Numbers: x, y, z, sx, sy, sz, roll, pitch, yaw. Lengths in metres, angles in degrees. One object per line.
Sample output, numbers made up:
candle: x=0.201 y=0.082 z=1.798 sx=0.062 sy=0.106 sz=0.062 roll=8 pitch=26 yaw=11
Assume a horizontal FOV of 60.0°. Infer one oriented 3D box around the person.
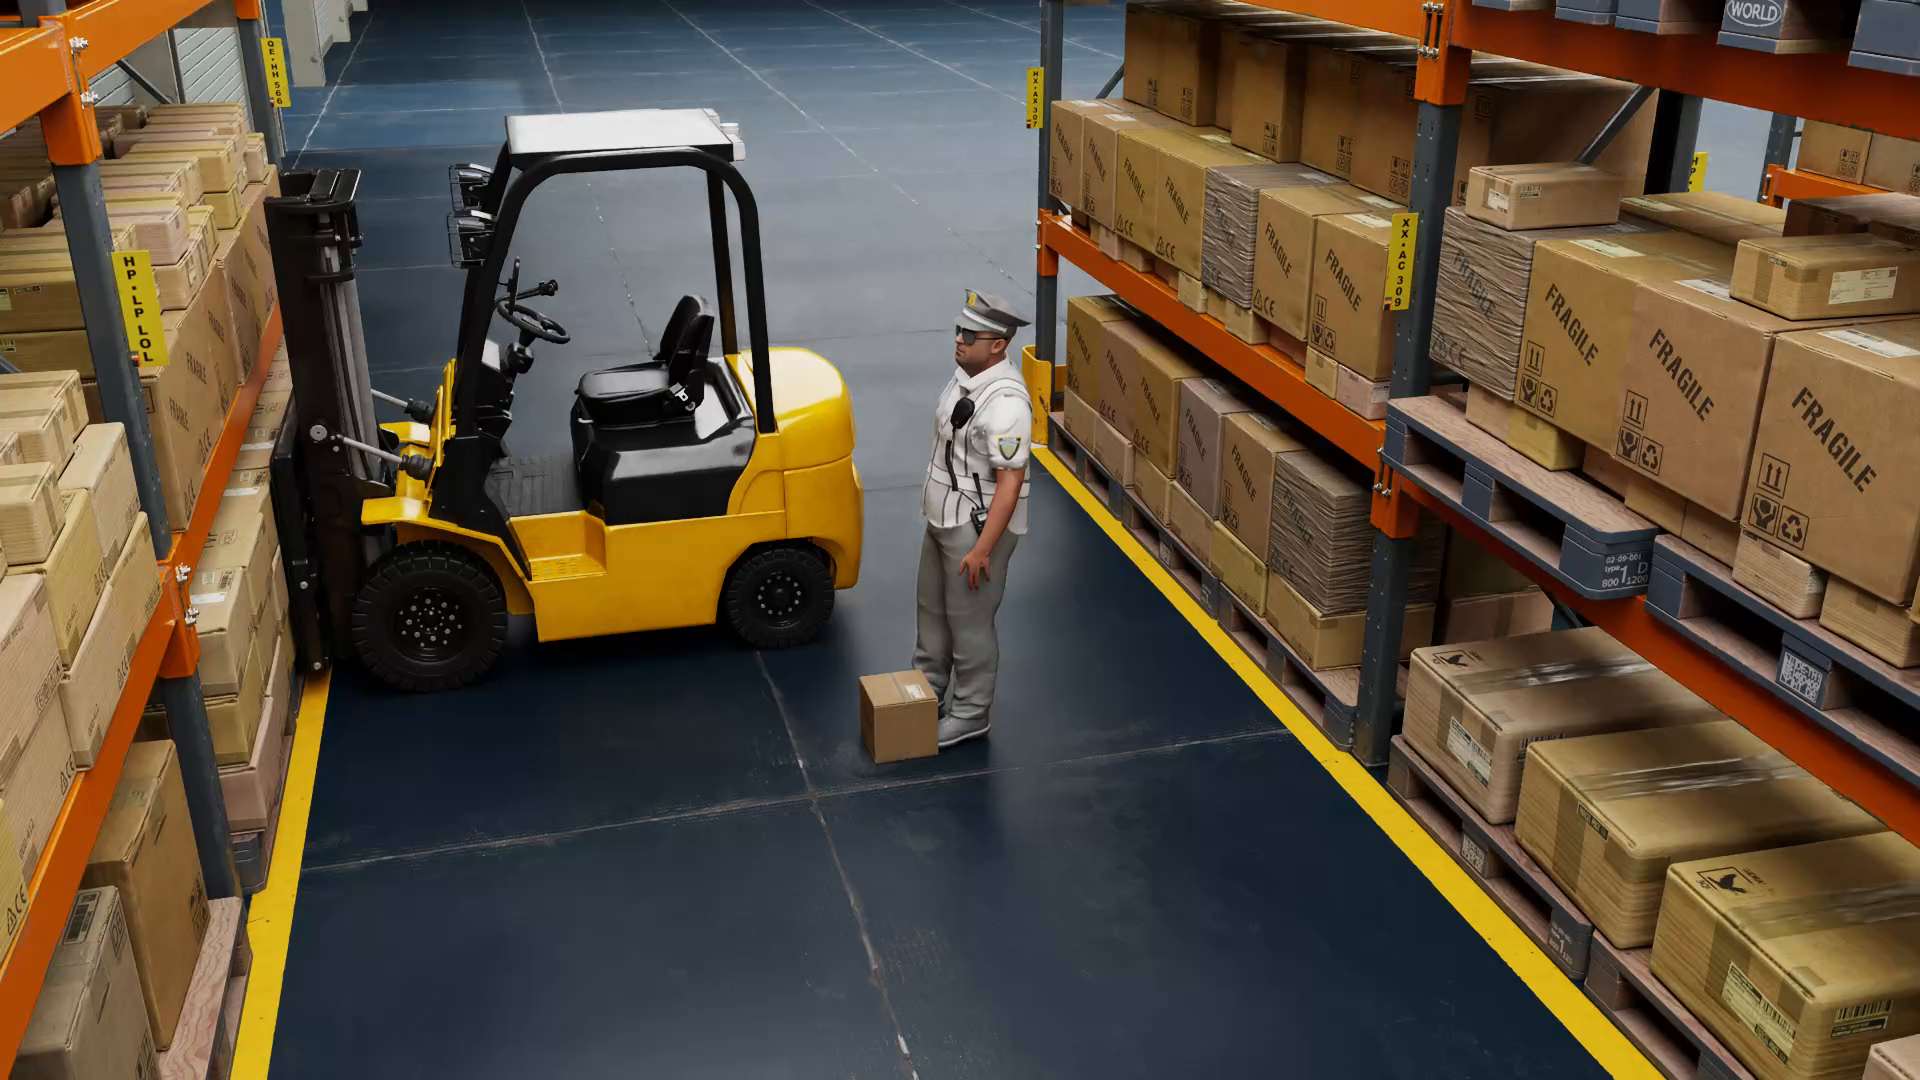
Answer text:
person: x=-0.038 y=-0.070 z=6.189 sx=0.574 sy=1.780 sz=0.640 roll=-6 pitch=24 yaw=-14
